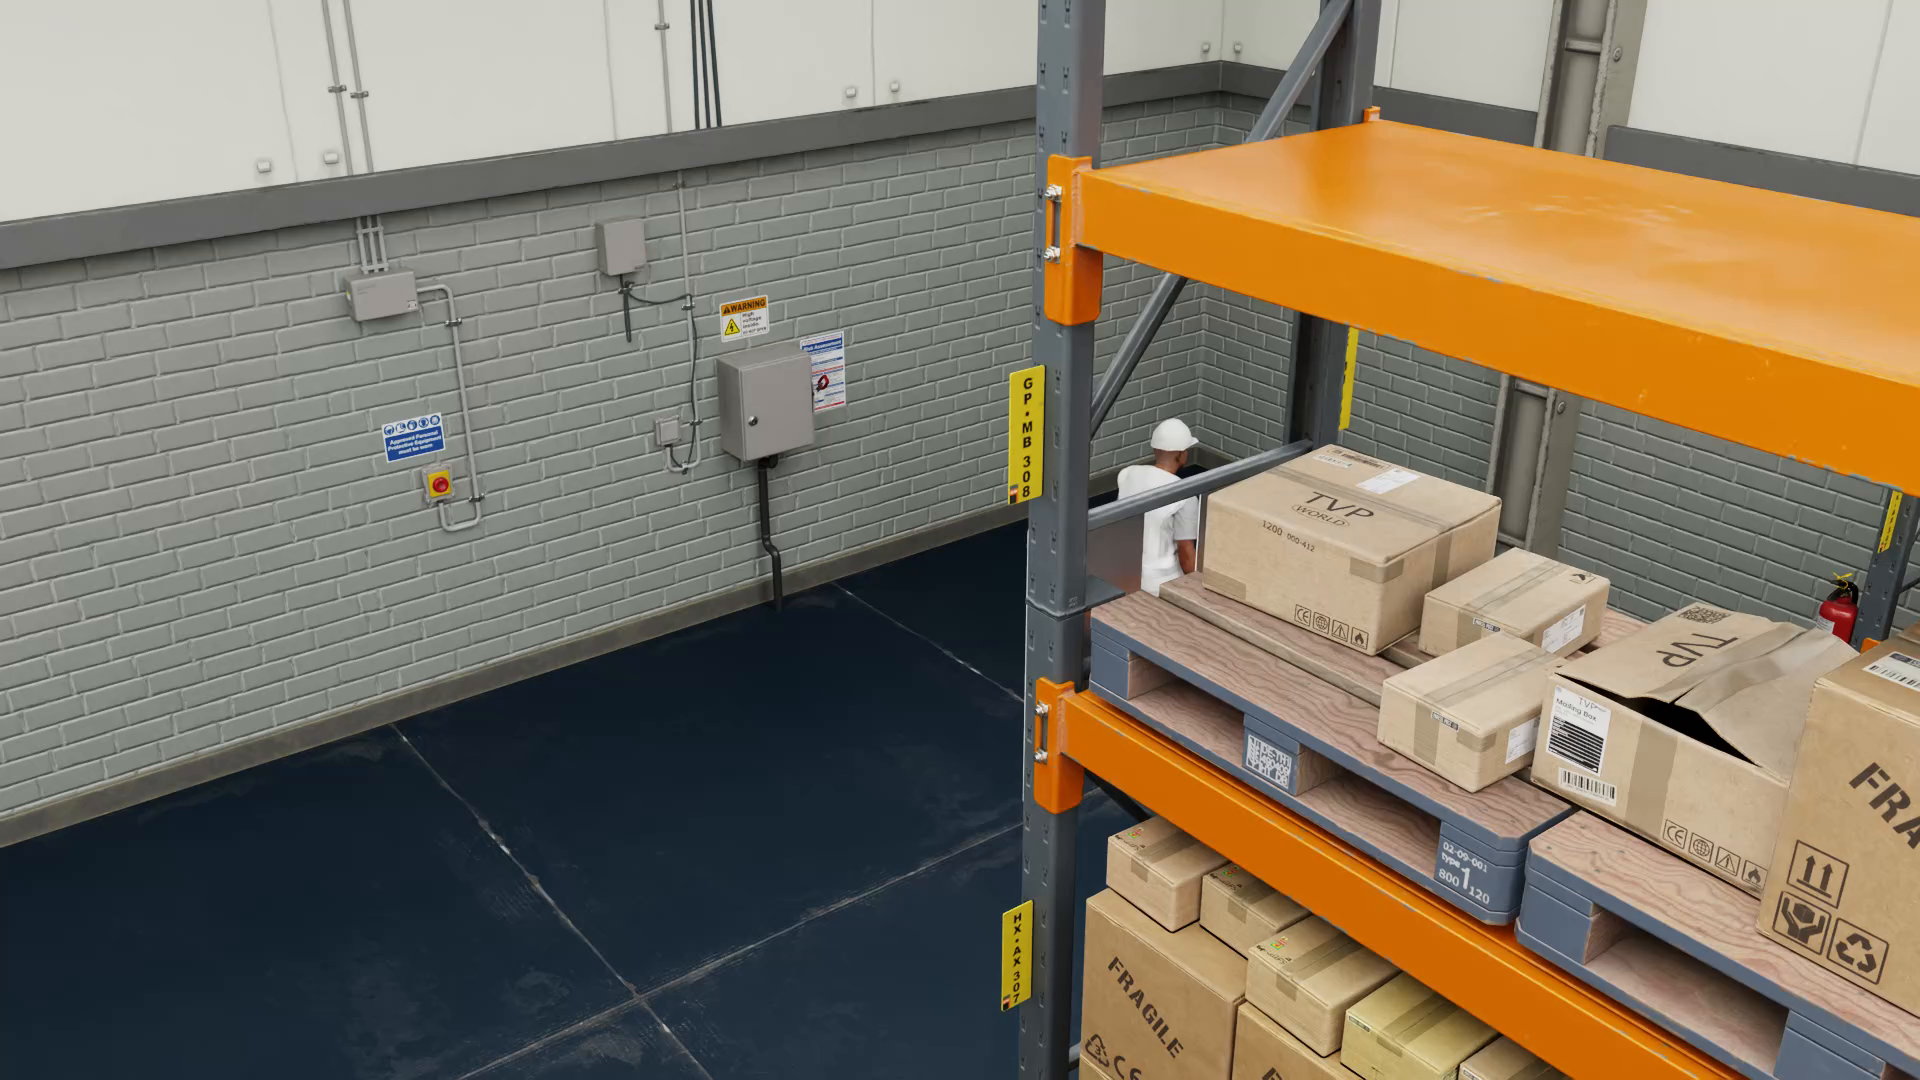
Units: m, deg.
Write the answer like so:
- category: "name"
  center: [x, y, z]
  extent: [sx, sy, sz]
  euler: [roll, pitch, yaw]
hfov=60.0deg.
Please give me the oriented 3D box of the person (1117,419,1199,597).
- category: "person"
  center: [1.095, 0.196, 9.161]
  extent: [0.447, 1.774, 0.618]
  euler: [-18, 30, -34]
